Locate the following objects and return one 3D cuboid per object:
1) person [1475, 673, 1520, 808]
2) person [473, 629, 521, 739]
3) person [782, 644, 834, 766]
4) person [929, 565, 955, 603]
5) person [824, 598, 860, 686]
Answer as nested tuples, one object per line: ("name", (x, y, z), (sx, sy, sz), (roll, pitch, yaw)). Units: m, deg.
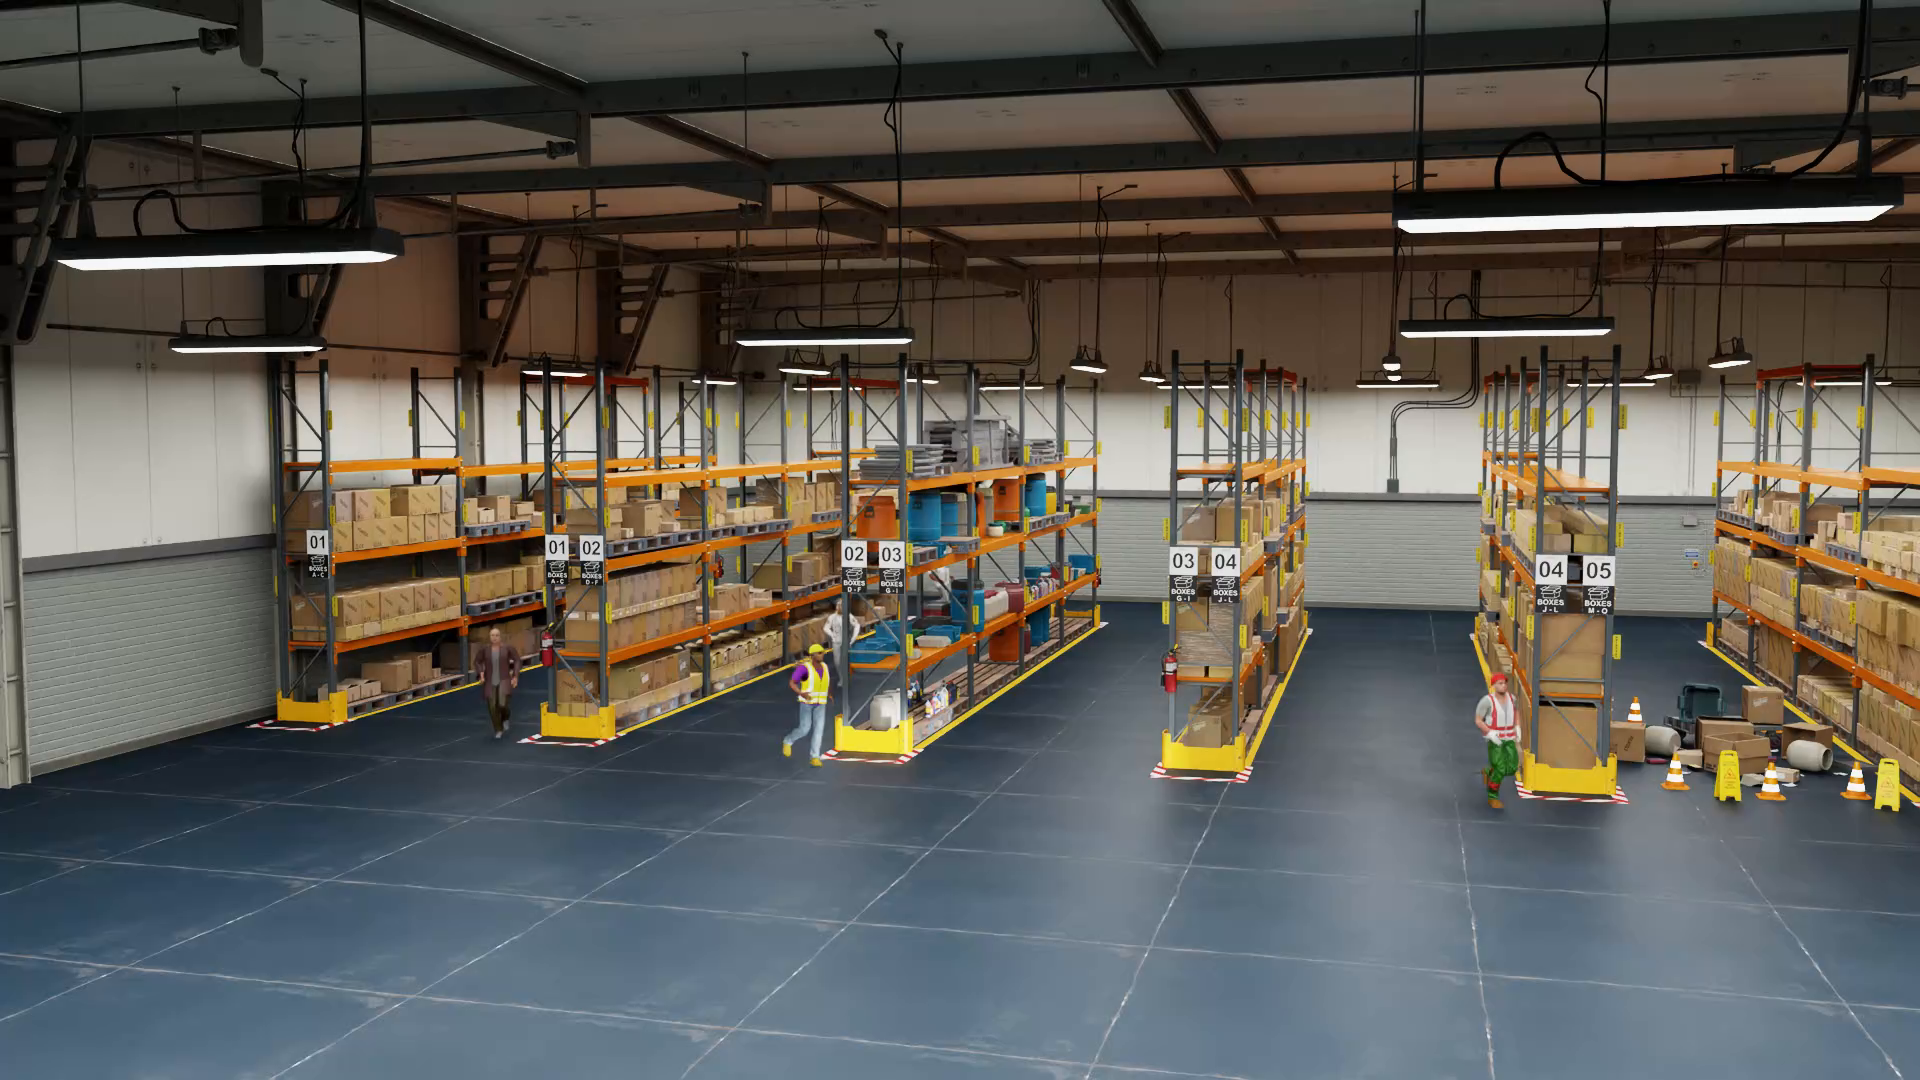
("person", (6.979, 2.583, 21.646), (0.681, 1.753, 0.586), (-1, 4, -15))
("person", (-7.305, 2.259, 26.231), (0.725, 1.740, 0.659), (-1, 4, -7))
("person", (-2.128, 2.386, 24.303), (0.765, 1.725, 0.925), (-3, 5, -37))
("person", (-0.480, 1.121, 42.382), (0.569, 1.680, 0.710), (3, 5, 34))
("person", (-2.230, 1.923, 31.251), (0.681, 1.659, 0.494), (0, 4, 0))
